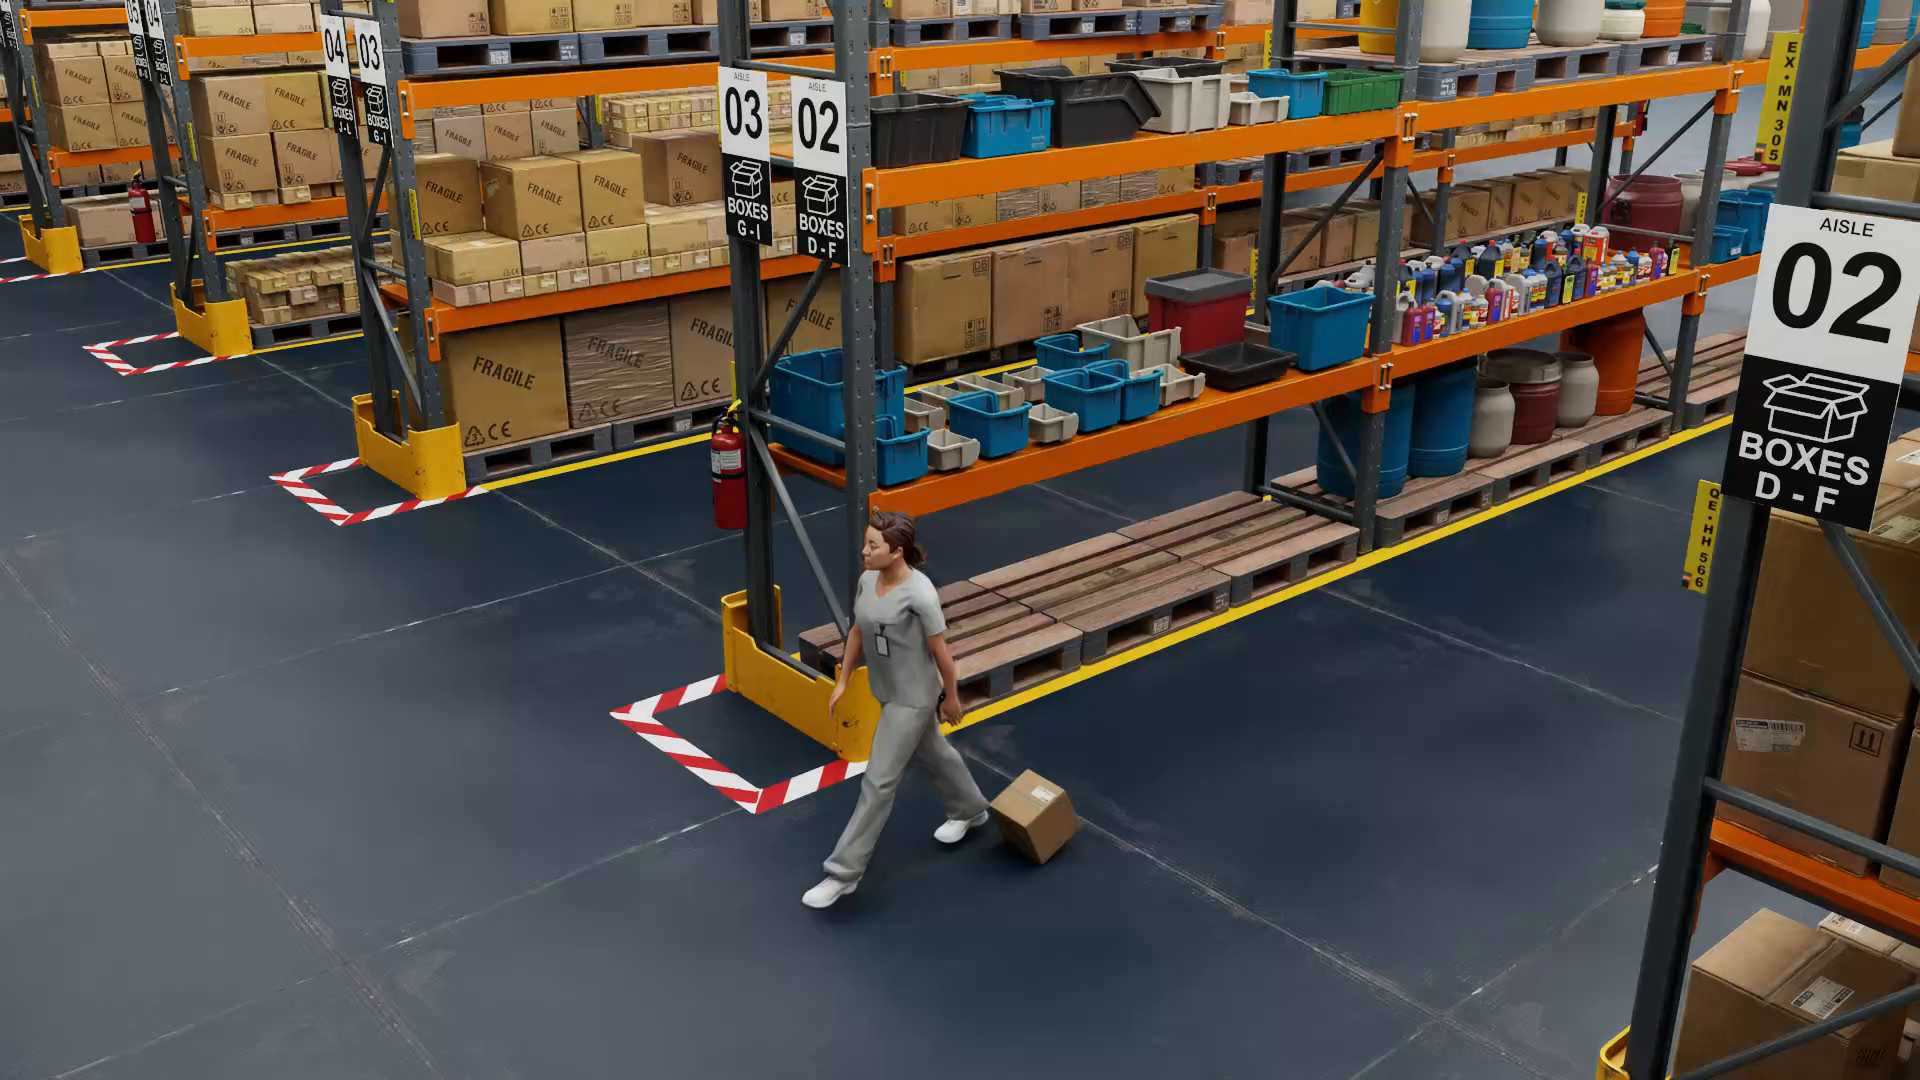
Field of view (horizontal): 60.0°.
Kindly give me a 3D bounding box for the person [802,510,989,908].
[{"bbox_3d":[-0.308,0.632,6.933,1.053,1.597,0.453,-14,25,-32],"label":"person"}]
